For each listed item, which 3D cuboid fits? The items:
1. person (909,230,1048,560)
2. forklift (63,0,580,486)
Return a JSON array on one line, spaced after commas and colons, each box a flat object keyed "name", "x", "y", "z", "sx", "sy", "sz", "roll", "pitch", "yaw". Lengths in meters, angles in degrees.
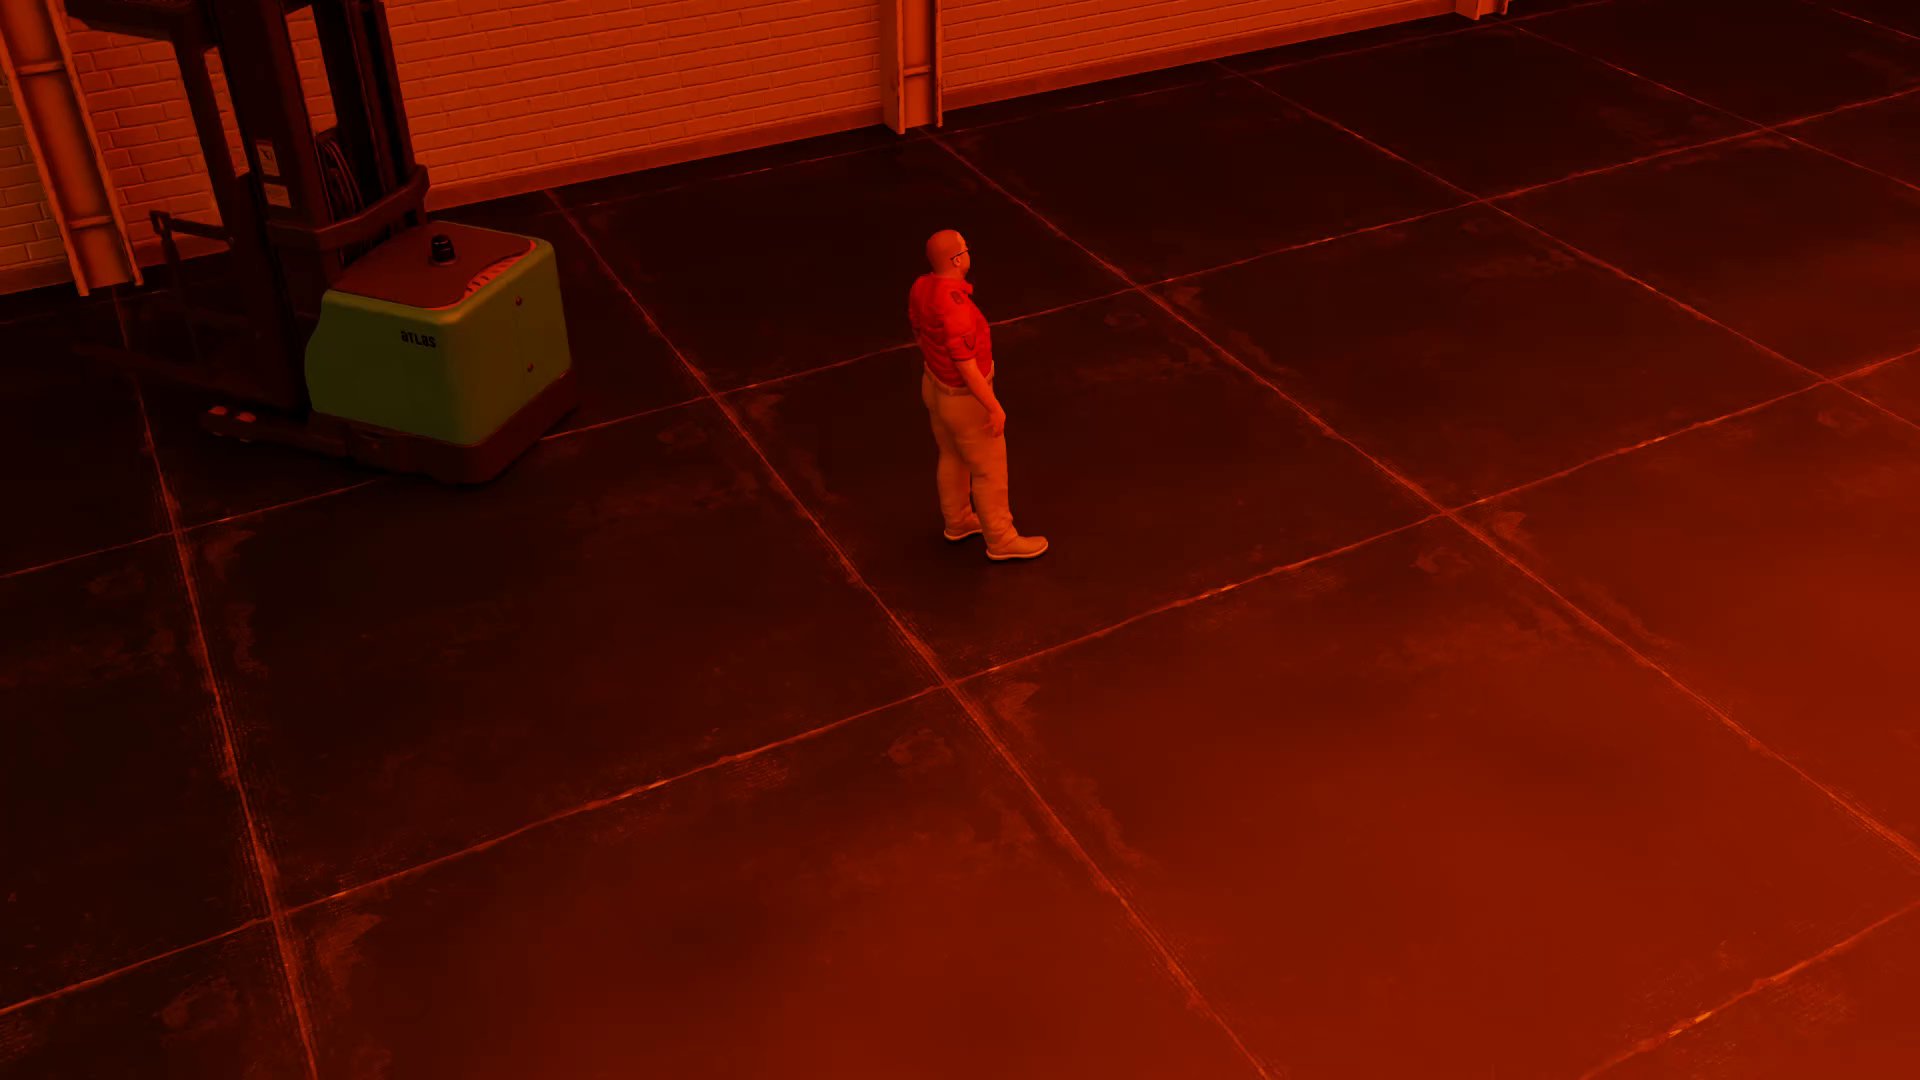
[{"name": "person", "x": 0.085, "y": -0.730, "z": 8.185, "sx": 0.551, "sy": 1.727, "sz": 0.640, "roll": -17, "pitch": 39, "yaw": -23}, {"name": "forklift", "x": -3.785, "y": -2.021, "z": 8.982, "sx": 3.031, "sy": 2.935, "sz": 1.130, "roll": 13, "pitch": 37, "yaw": 17}]
